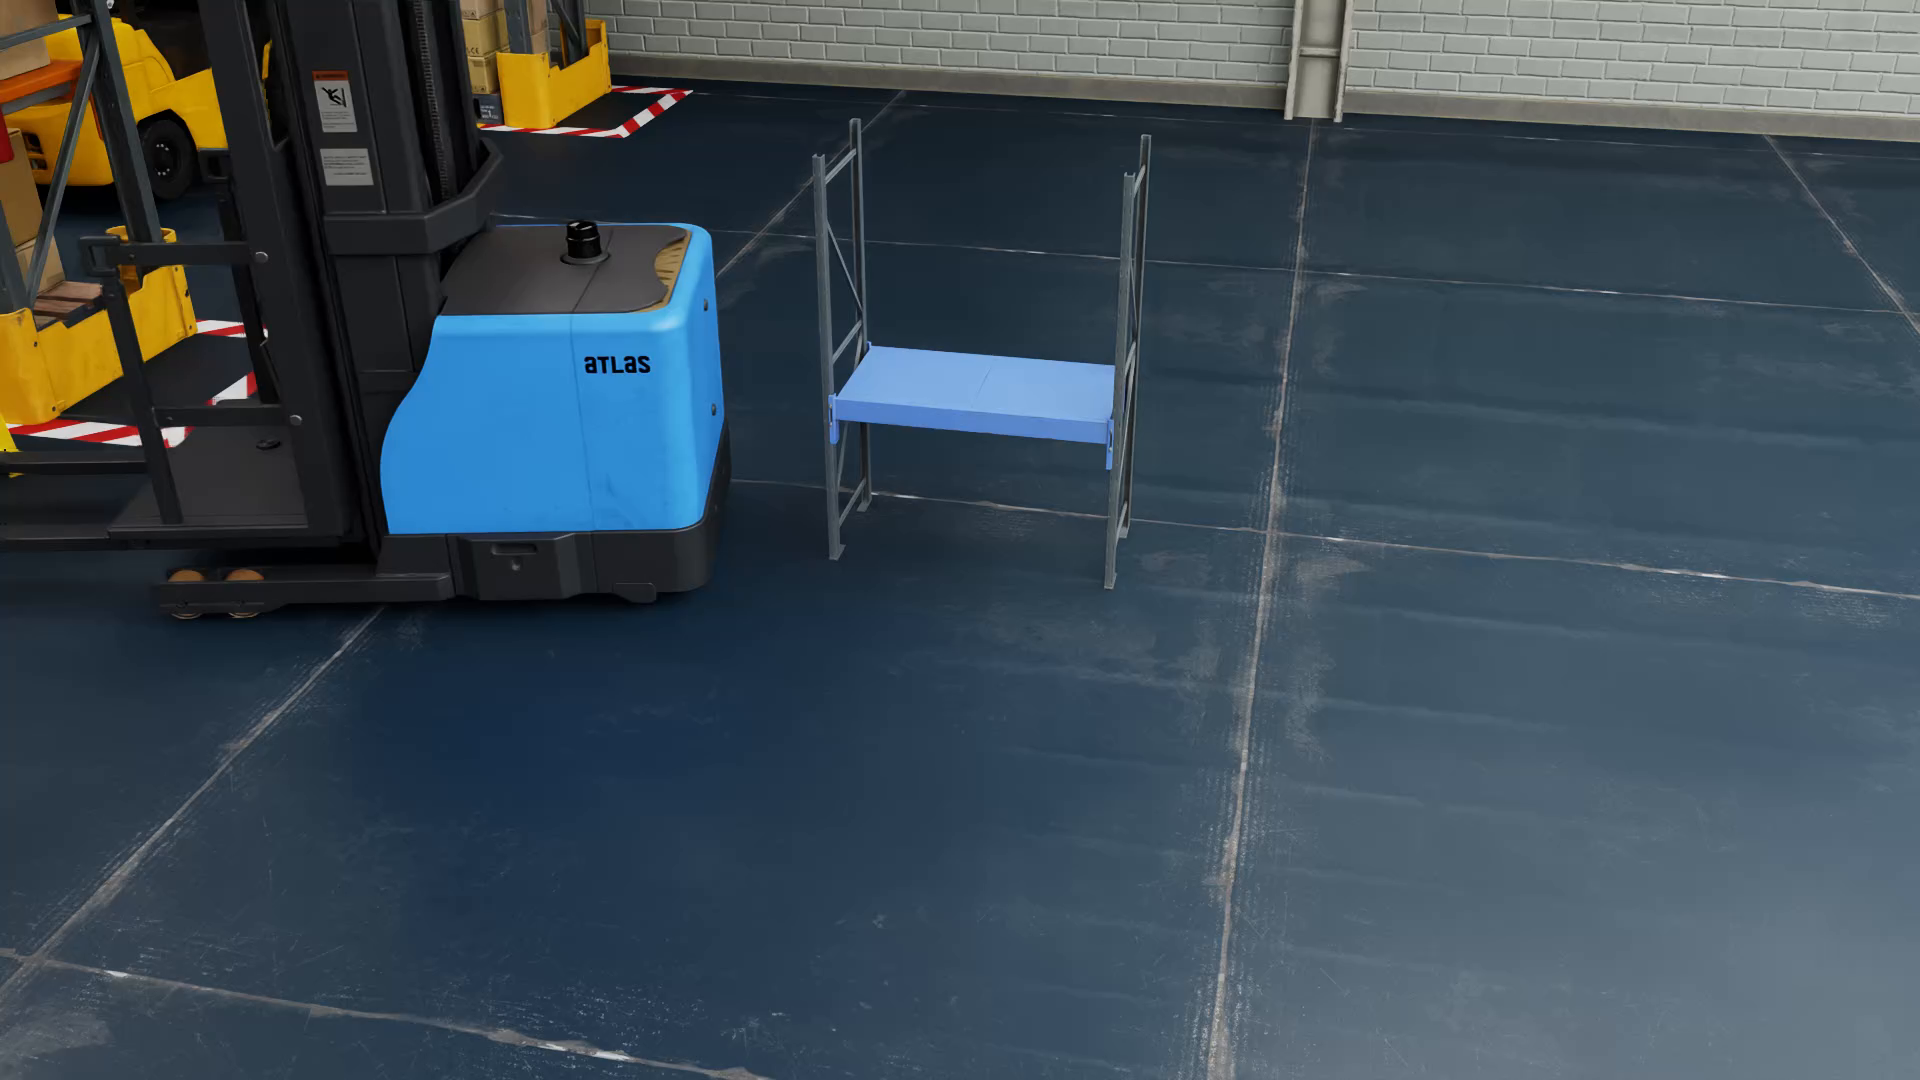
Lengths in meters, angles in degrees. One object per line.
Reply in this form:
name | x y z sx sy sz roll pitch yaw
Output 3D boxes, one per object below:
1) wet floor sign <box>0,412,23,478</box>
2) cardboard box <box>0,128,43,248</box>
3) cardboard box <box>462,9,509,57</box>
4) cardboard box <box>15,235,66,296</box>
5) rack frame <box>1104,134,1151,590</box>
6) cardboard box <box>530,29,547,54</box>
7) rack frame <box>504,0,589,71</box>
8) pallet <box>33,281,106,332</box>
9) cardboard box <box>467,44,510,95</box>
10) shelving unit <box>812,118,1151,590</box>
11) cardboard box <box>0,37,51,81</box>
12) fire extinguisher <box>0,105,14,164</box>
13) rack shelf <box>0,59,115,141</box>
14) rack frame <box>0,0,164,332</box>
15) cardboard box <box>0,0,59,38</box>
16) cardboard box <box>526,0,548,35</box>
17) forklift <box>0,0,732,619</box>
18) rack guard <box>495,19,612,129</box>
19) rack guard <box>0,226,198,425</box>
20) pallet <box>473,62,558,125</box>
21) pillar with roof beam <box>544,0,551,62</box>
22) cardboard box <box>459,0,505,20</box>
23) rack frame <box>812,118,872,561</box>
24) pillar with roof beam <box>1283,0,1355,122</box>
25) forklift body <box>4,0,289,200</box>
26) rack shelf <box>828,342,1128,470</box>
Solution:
wet floor sign | -3.957 -0.533 6.551 0.232 0.644 0.267 17 33 28
cardboard box | -4.674 -1.607 7.707 0.500 0.500 0.500 5 29 9
cardboard box | -3.428 -3.518 11.457 0.500 0.250 0.500 5 29 10
cardboard box | -4.651 -1.276 7.883 0.500 0.250 0.500 6 29 10
rack frame | 0.581 -0.598 5.781 0.032 1.500 0.500 6 29 11
cardboard box | -3.326 -3.538 12.014 0.500 0.250 0.500 6 29 11
rack frame | -2.887 -4.418 11.197 0.127 3.000 1.000 6 29 11
pallet | -4.781 -0.970 7.801 1.213 0.211 1.003 6 29 11
cardboard box | -3.412 -3.295 11.571 0.500 0.250 0.500 6 29 11
shelving unit | 0.083 -0.649 5.874 1.048 1.500 0.538 6 29 11
cardboard box | -4.208 -2.108 7.239 0.250 0.149 0.380 6 29 11
fire extinguisher | -3.904 -1.825 6.541 0.183 0.674 0.296 6 29 11
rack shelf | -5.875 -1.972 7.477 4.000 0.370 1.077 6 29 11
rack frame | -3.919 -2.087 6.938 0.127 3.000 1.000 6 29 11
cardboard box | -4.325 -2.439 7.168 0.500 0.500 0.500 5 29 10
cardboard box | -3.303 -3.761 11.901 0.500 0.250 0.500 6 29 11
forklift | -2.405 -1.271 5.519 3.031 2.935 1.130 -1 29 -2
rack guard | -2.863 -3.320 11.793 0.348 0.500 1.175 6 29 11
rack guard | -3.994 -0.998 7.553 0.348 0.500 1.175 6 29 11
pallet | -3.643 -3.252 11.971 1.213 0.211 1.003 6 29 11
pillar with roof beam | -4.278 -5.521 6.964 0.400 9.000 9.100 6 29 11
cardboard box | -3.402 -3.735 11.333 0.500 0.250 0.500 7 29 12
rack frame | -0.414 -0.700 5.967 0.032 1.500 0.500 6 29 11
pillar with roof beam | 1.589 -4.920 5.865 0.400 9.000 9.100 6 29 11
forklift body | -5.122 -3.380 10.183 1.214 2.155 2.313 6 29 11
rack shelf | 0.083 -0.492 5.961 1.000 0.185 0.538 6 29 11
